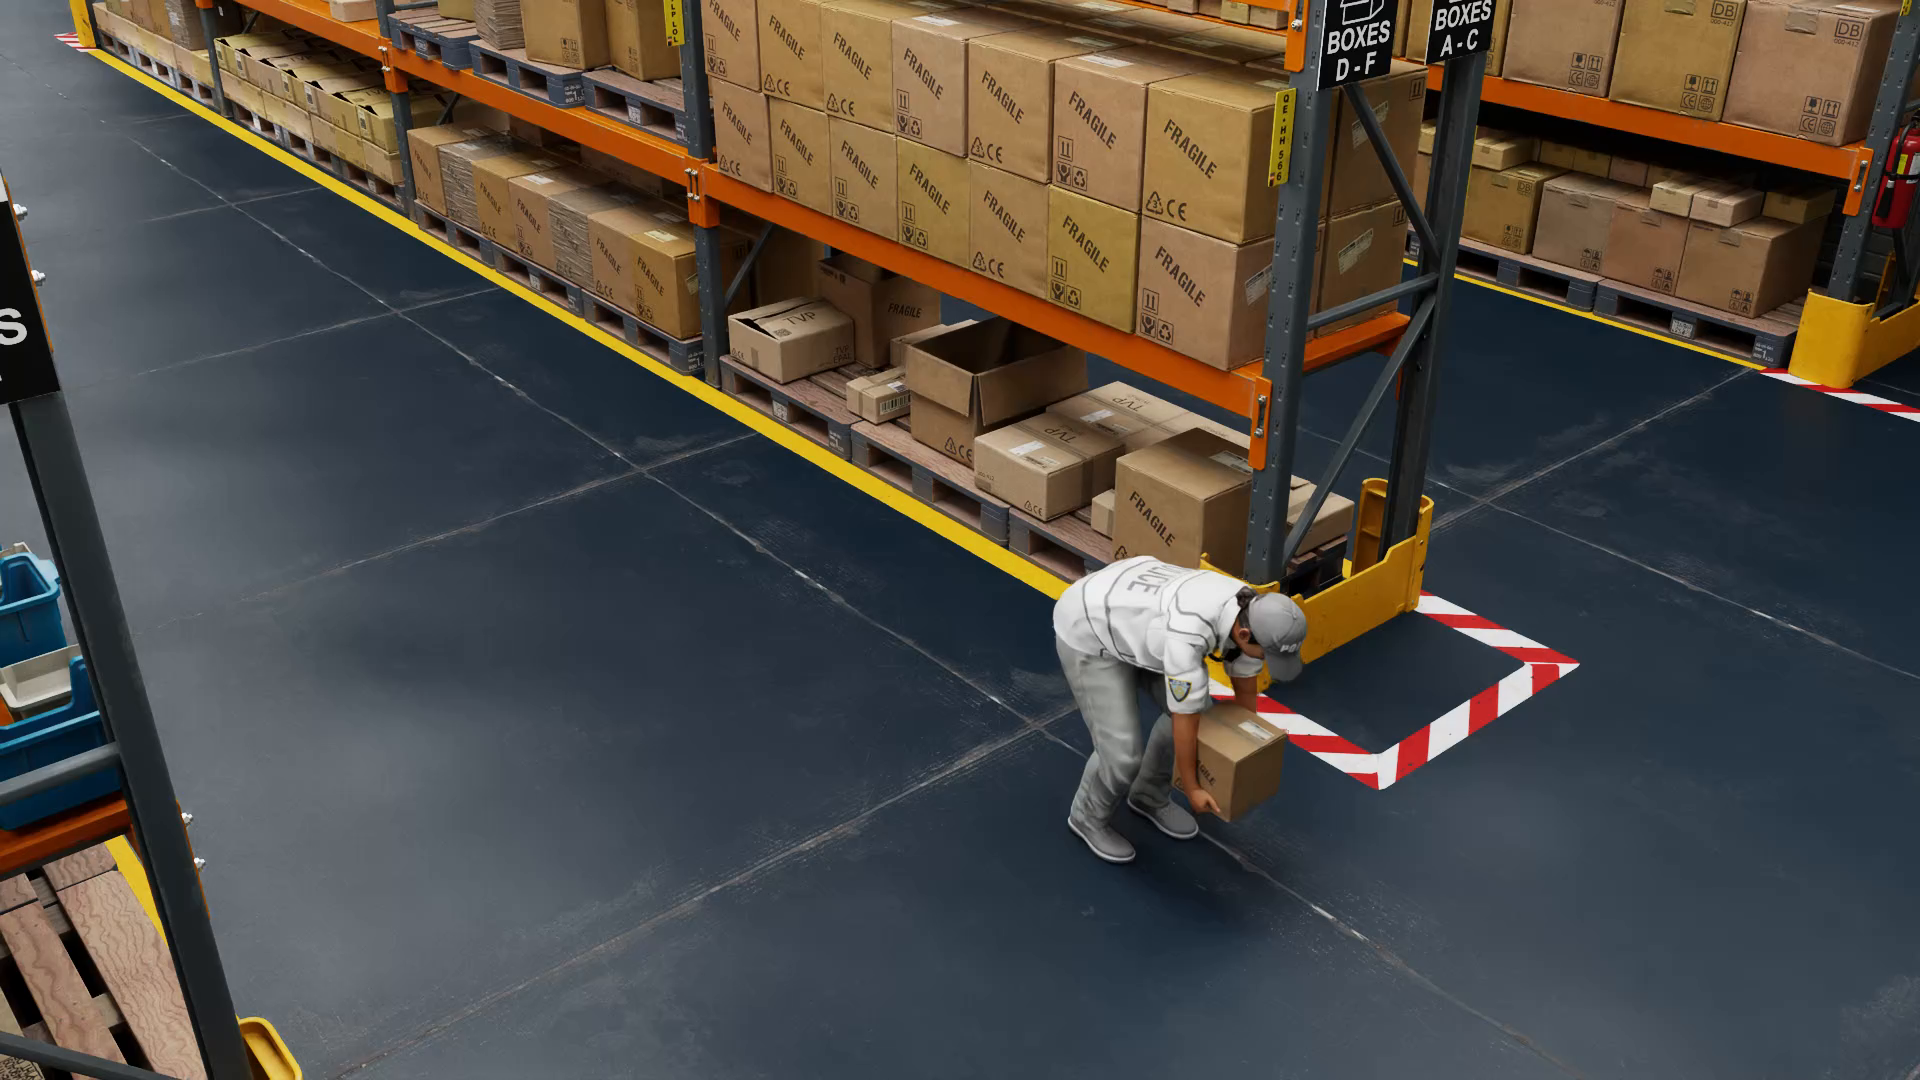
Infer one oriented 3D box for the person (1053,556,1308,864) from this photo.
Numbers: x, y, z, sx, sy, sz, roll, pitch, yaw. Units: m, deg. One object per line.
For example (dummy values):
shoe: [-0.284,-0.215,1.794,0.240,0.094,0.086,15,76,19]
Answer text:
person: [0.715,0.575,5.573,0.476,1.177,0.916,-24,36,-37]
